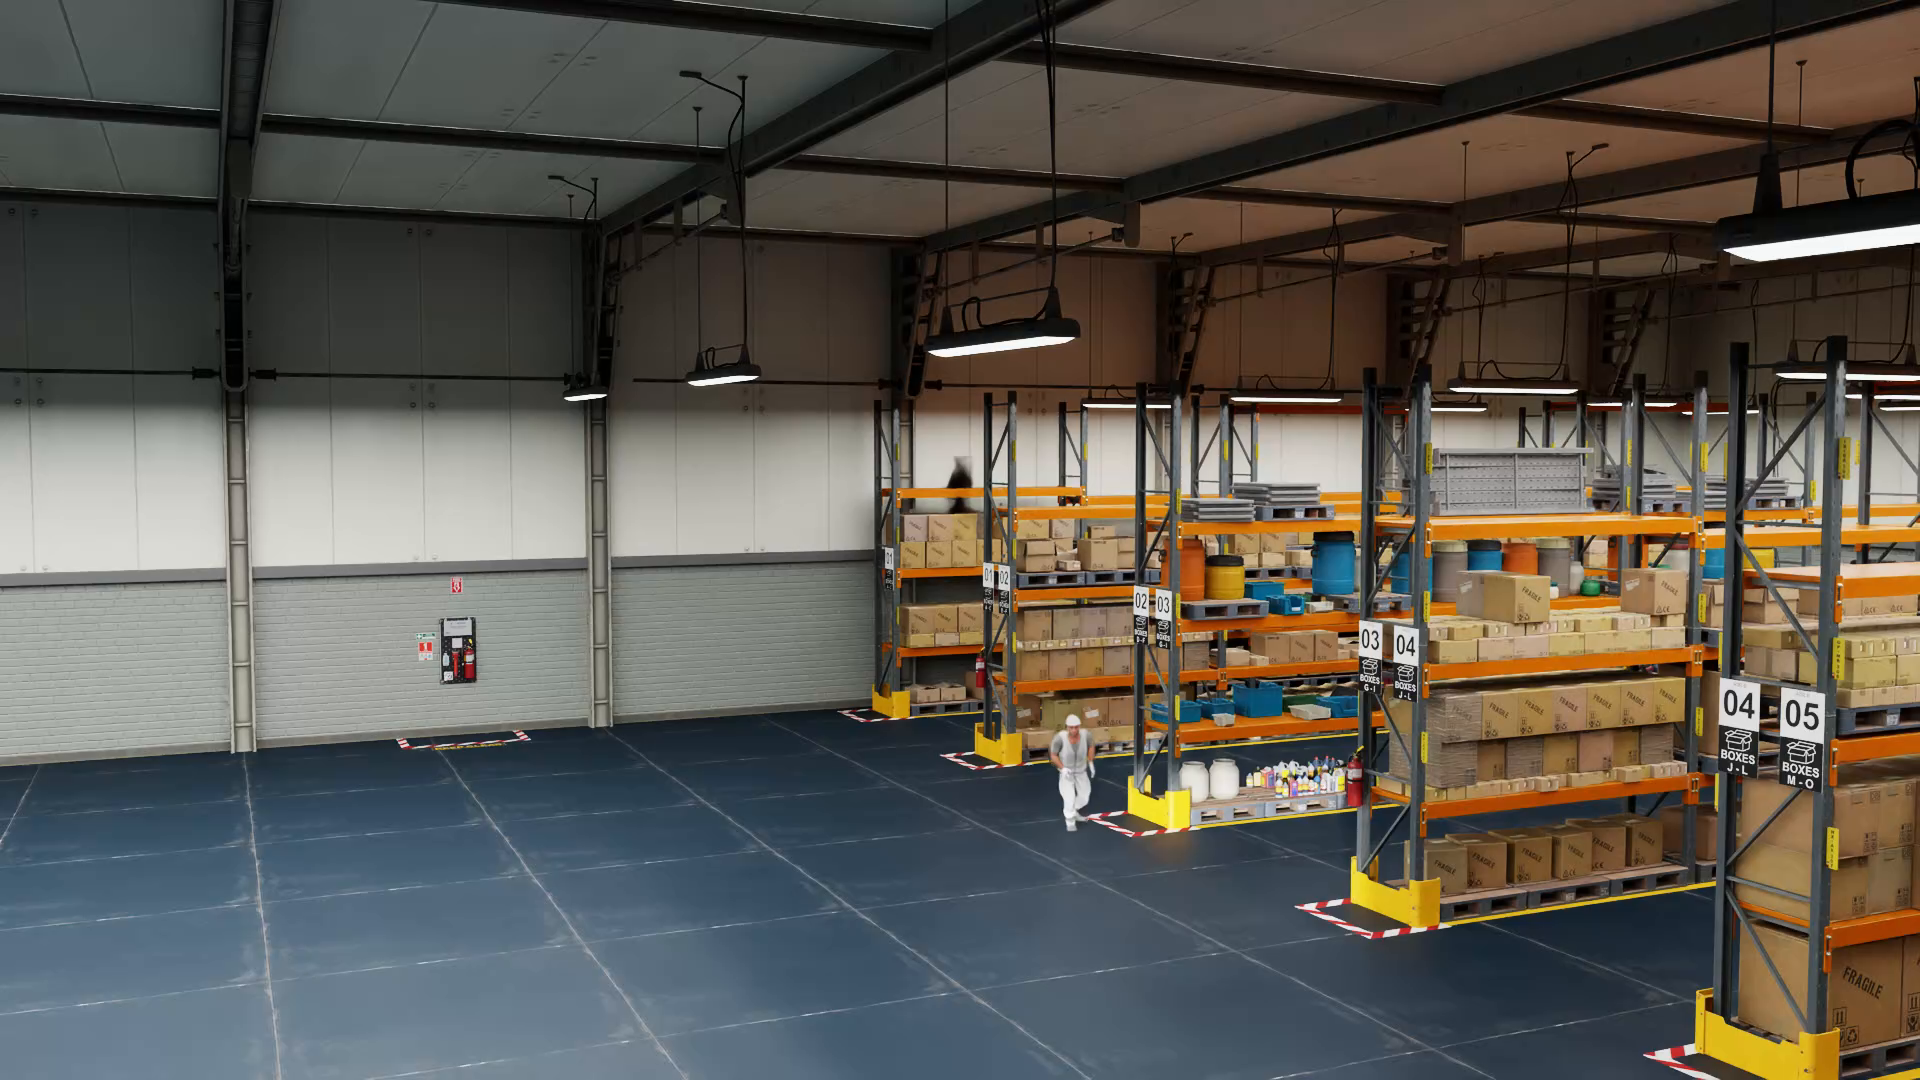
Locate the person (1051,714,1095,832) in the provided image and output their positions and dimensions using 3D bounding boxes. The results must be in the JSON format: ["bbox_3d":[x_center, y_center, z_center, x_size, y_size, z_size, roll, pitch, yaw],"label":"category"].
[{"bbox_3d":[1.479,3.064,22.017,0.642,1.626,0.911,-1,3,-14],"label":"person"}]

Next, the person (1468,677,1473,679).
[{"bbox_3d":[8.857,2.657,29.111,0.738,1.601,0.584,-1,4,-20],"label":"person"}]
